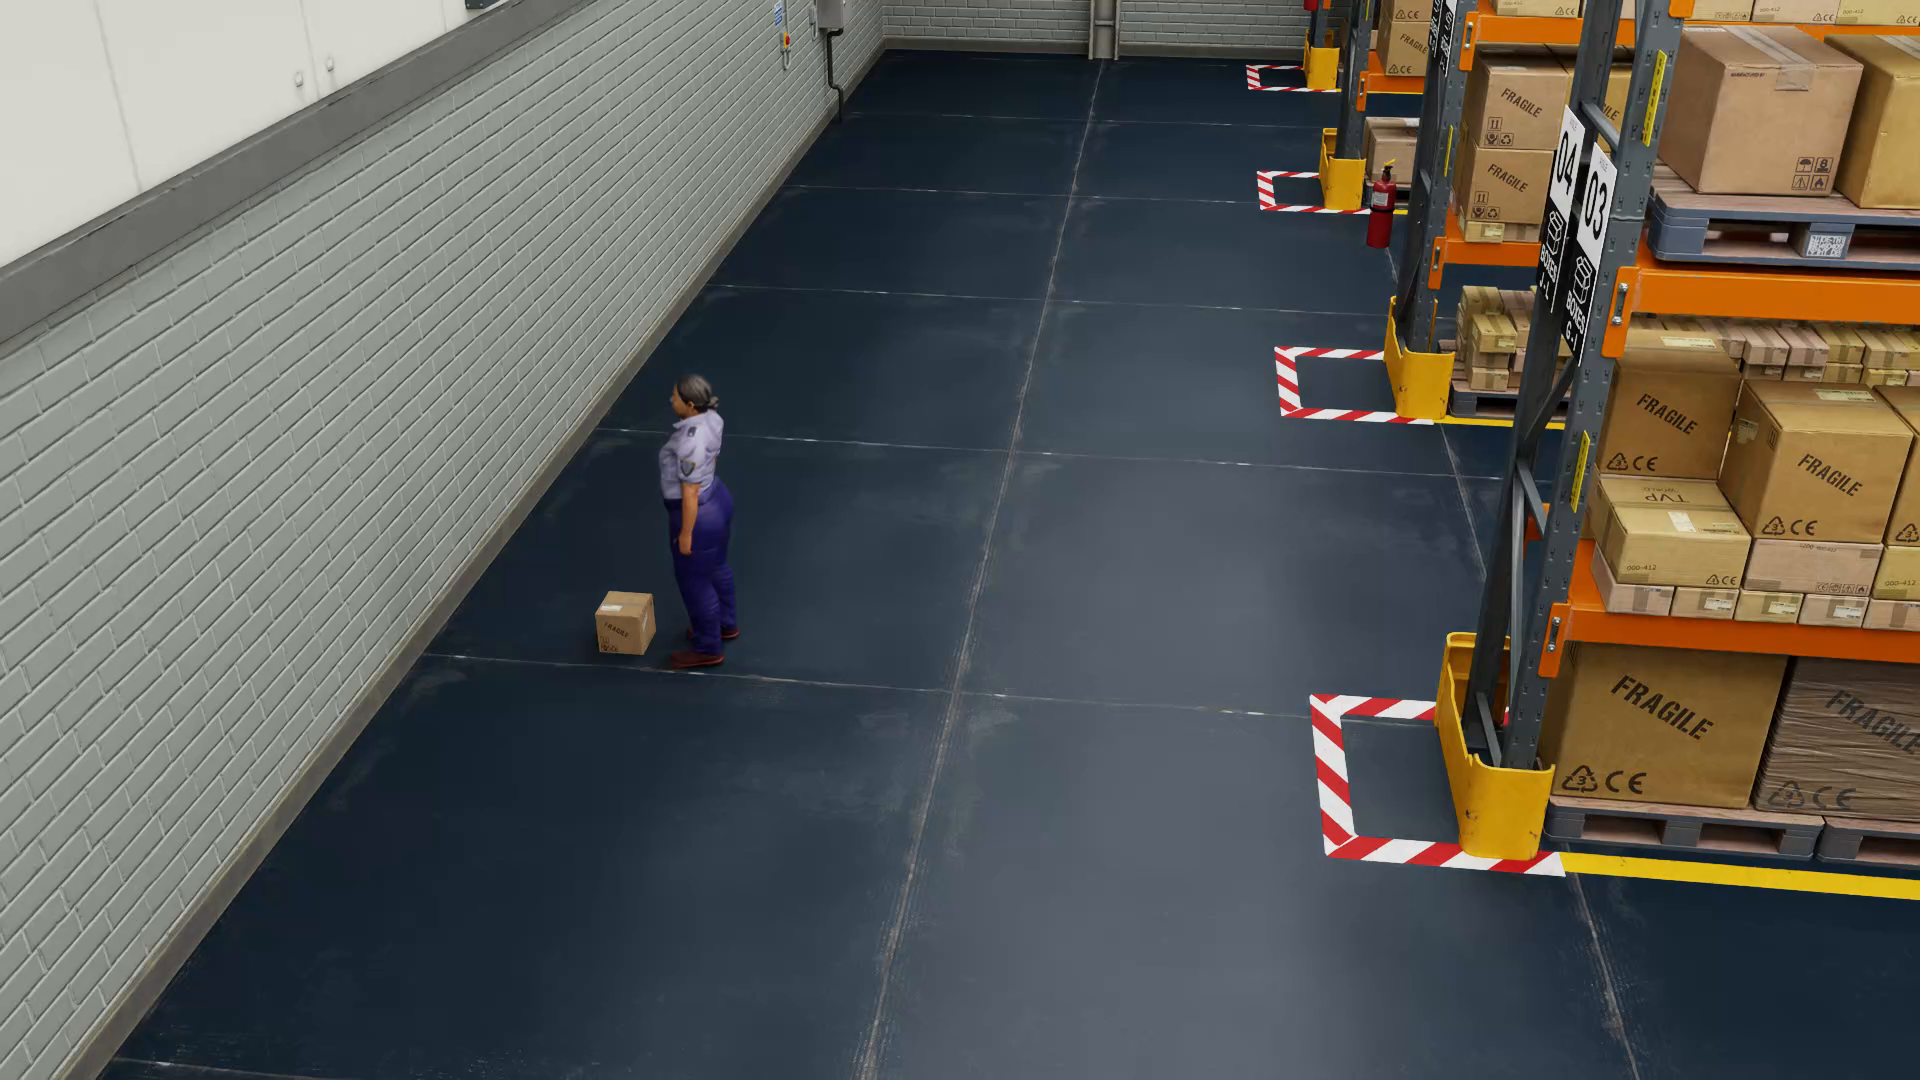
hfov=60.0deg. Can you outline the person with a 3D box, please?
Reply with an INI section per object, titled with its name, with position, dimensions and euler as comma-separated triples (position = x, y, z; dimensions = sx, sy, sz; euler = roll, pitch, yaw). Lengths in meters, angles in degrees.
[person]
position = -1.400, -0.117, 8.855
dimensions = 0.349, 1.653, 0.471
euler = 4, 29, 8
